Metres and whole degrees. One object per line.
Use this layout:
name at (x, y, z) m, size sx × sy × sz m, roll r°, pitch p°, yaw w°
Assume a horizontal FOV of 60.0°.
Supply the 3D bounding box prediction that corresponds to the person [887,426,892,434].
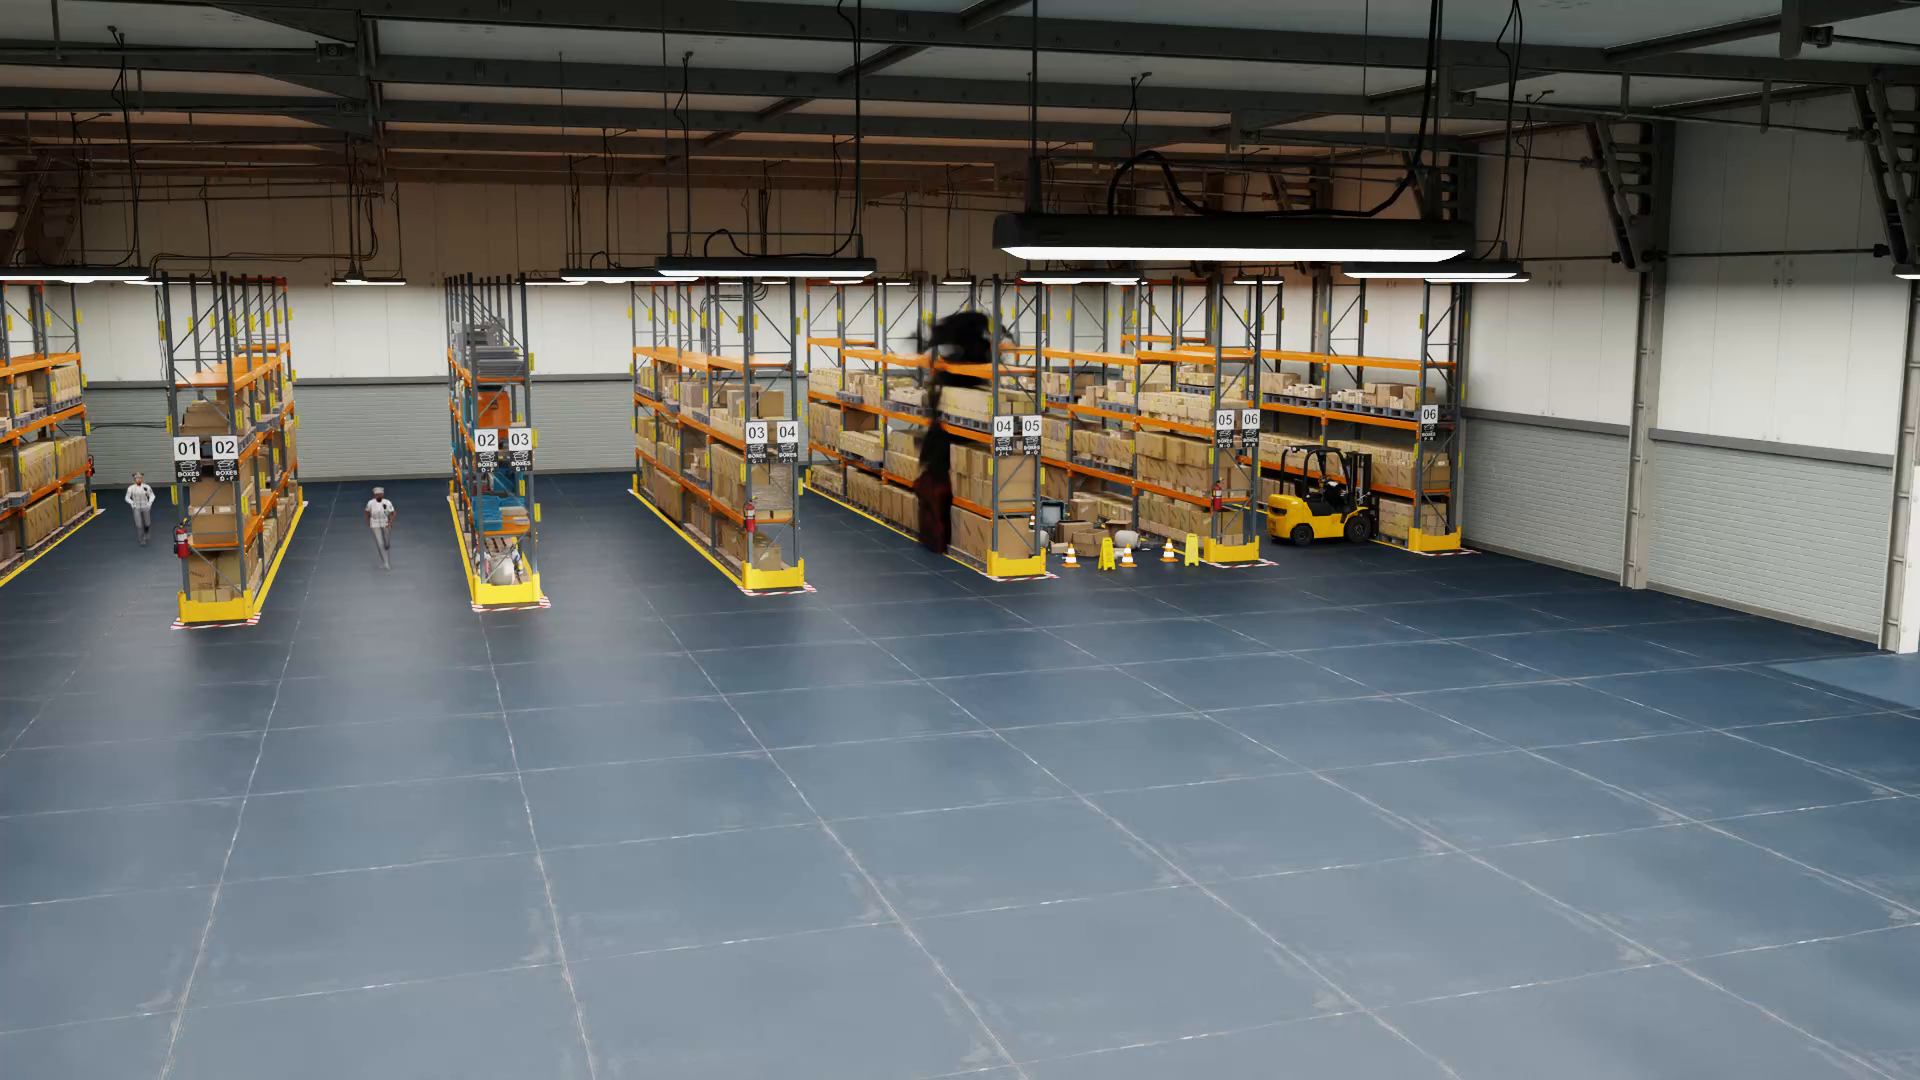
person at (-2.082, -2.390, 48.014) m, size 0.641 × 1.831 × 0.756 m, roll -3°, pitch 9°, yaw -20°

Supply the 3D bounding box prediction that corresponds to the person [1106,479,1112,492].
person at (4.016, -1.890, 44.892) m, size 0.641 × 1.779 × 0.724 m, roll -3°, pitch 9°, yaw -19°

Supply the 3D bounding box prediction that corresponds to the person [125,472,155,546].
person at (-18.356, -0.705, 37.266) m, size 0.611 × 1.649 × 0.569 m, roll -5°, pitch 10°, yaw -28°

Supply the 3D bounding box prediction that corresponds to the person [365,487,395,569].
person at (-12.009, -0.273, 34.475) m, size 0.600 × 1.680 × 0.816 m, roll -3°, pitch 9°, yaw -19°

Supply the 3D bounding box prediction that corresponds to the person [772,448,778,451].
person at (-5.576, -2.304, 47.746) m, size 0.752 × 1.693 × 0.547 m, roll 2°, pitch 9°, yaw 12°
